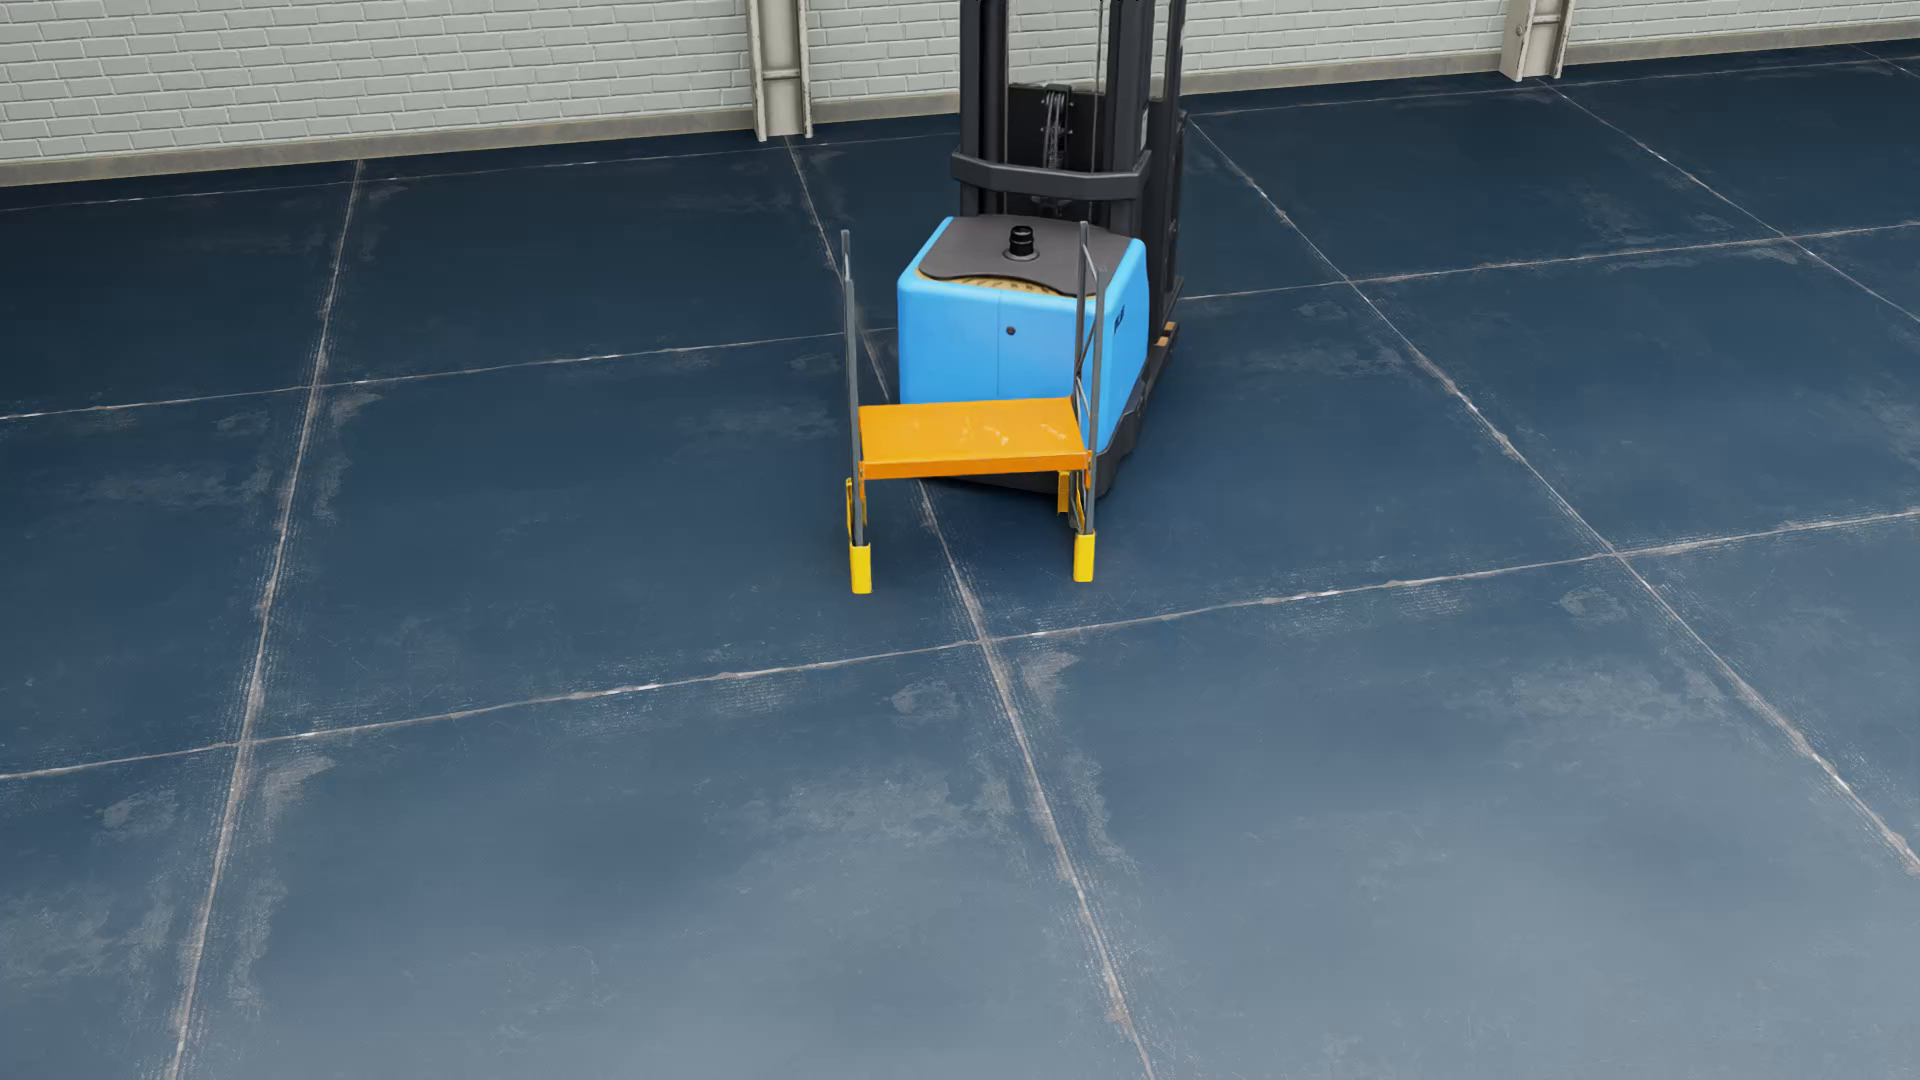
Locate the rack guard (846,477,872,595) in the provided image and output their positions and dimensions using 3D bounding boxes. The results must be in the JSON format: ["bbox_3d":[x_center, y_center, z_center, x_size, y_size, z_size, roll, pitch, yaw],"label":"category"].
[{"bbox_3d":[-0.461,-0.025,7.563,0.087,0.250,0.587,-3,34,-4],"label":"rack guard"}]

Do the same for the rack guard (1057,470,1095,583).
[{"bbox_3d":[0.531,-0.076,7.639,0.087,0.250,0.587,-3,34,-4],"label":"rack guard"}]

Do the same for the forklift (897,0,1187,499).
[{"bbox_3d":[0.604,-2.229,8.442,1.130,2.935,3.031,9,35,14],"label":"forklift"}]

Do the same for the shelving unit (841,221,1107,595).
[{"bbox_3d":[0.035,-0.569,7.252,1.083,1.500,0.587,-3,34,-4],"label":"shelving unit"}]

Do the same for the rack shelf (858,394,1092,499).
[{"bbox_3d":[0.044,-0.420,7.353,1.000,0.185,0.538,-3,34,-4],"label":"rack shelf"}]

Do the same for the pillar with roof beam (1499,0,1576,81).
[{"bbox_3d":[5.503,-5.133,7.323,0.400,9.000,9.100,-7,35,-11],"label":"pillar with roof beam"}]

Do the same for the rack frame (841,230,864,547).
[{"bbox_3d":[-0.462,-0.544,7.214,0.032,1.500,0.500,-3,34,-4],"label":"rack frame"}]

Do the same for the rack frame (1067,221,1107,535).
[{"bbox_3d":[0.550,-0.596,7.292,0.032,1.500,0.500,-3,34,-4],"label":"rack frame"}]

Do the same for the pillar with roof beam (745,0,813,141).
[{"bbox_3d":[-0.350,-4.395,6.224,0.400,9.000,9.100,-7,35,-11],"label":"pillar with roof beam"}]
